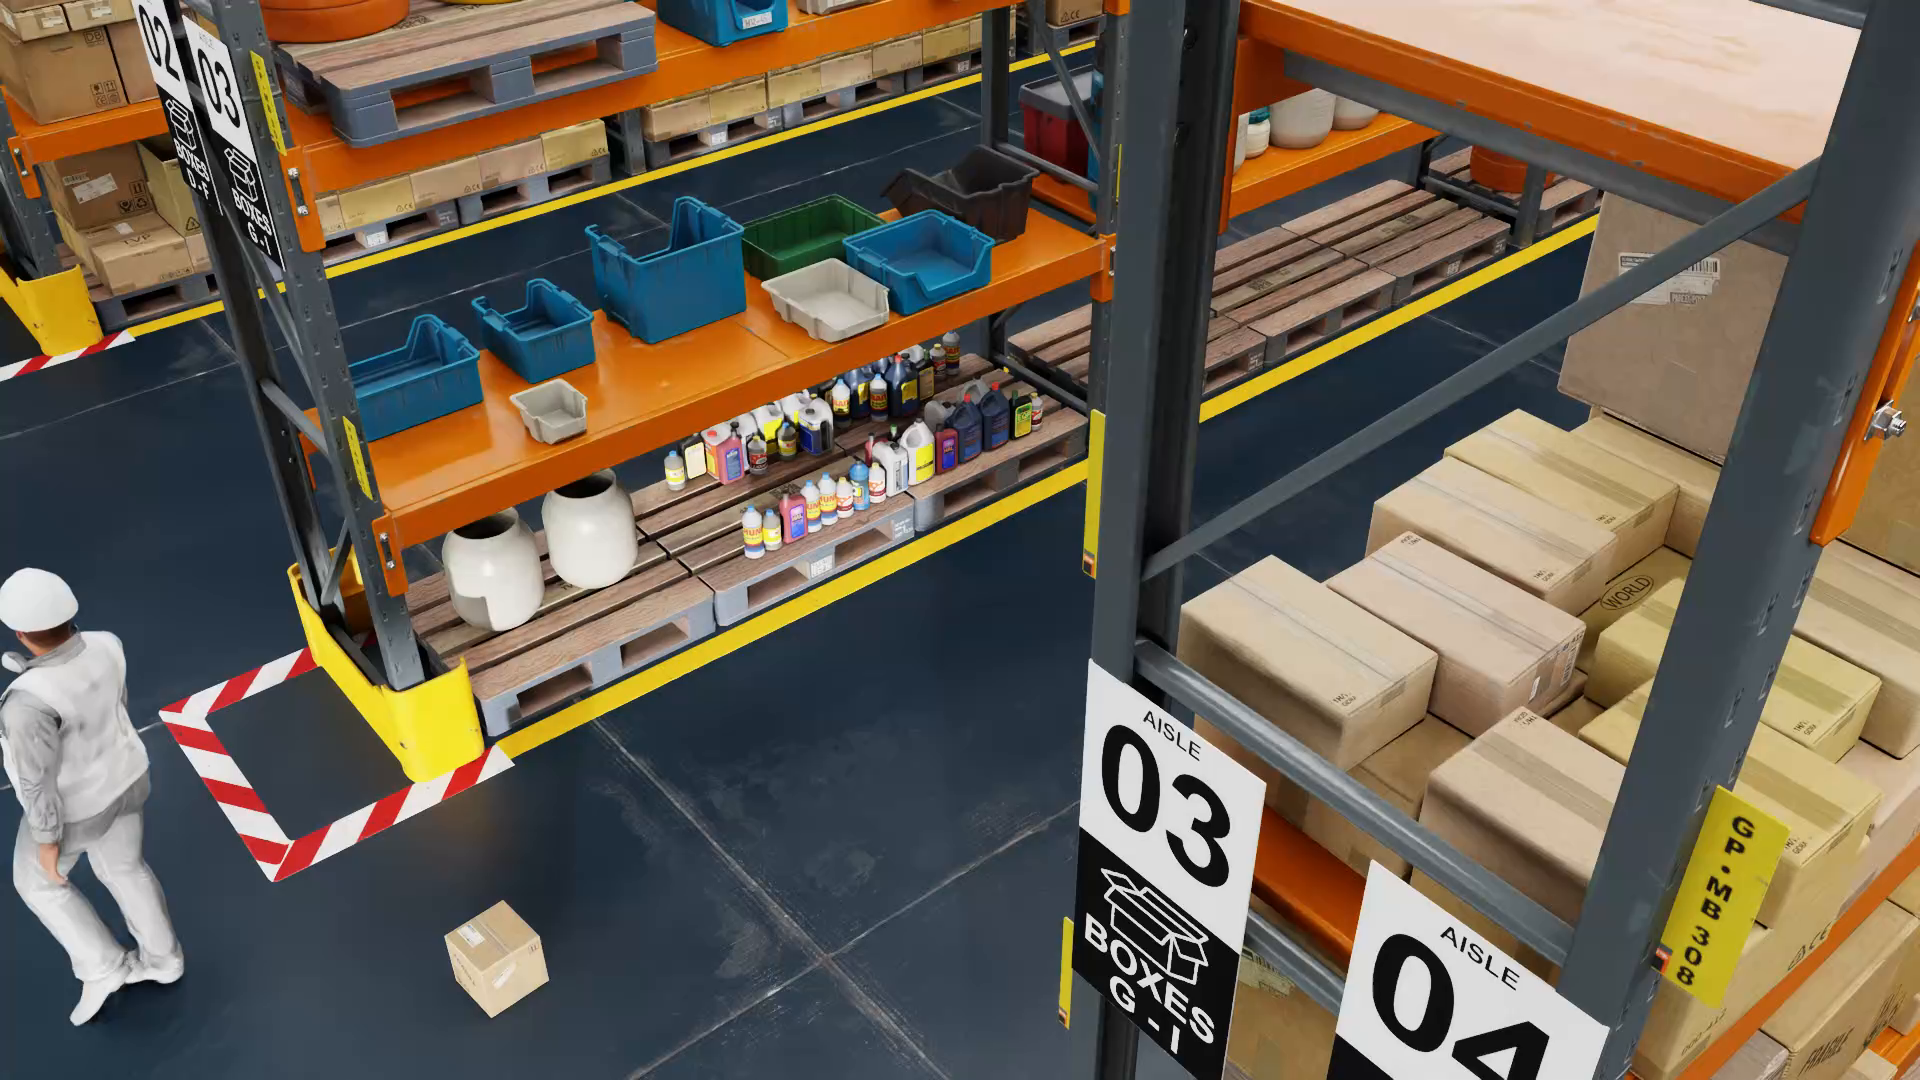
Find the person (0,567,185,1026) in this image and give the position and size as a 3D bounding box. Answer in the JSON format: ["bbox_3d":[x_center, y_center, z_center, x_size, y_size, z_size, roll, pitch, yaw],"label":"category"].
[{"bbox_3d":[-3.102,0.895,5.817,0.468,1.797,0.644,9,37,12],"label":"person"}]
